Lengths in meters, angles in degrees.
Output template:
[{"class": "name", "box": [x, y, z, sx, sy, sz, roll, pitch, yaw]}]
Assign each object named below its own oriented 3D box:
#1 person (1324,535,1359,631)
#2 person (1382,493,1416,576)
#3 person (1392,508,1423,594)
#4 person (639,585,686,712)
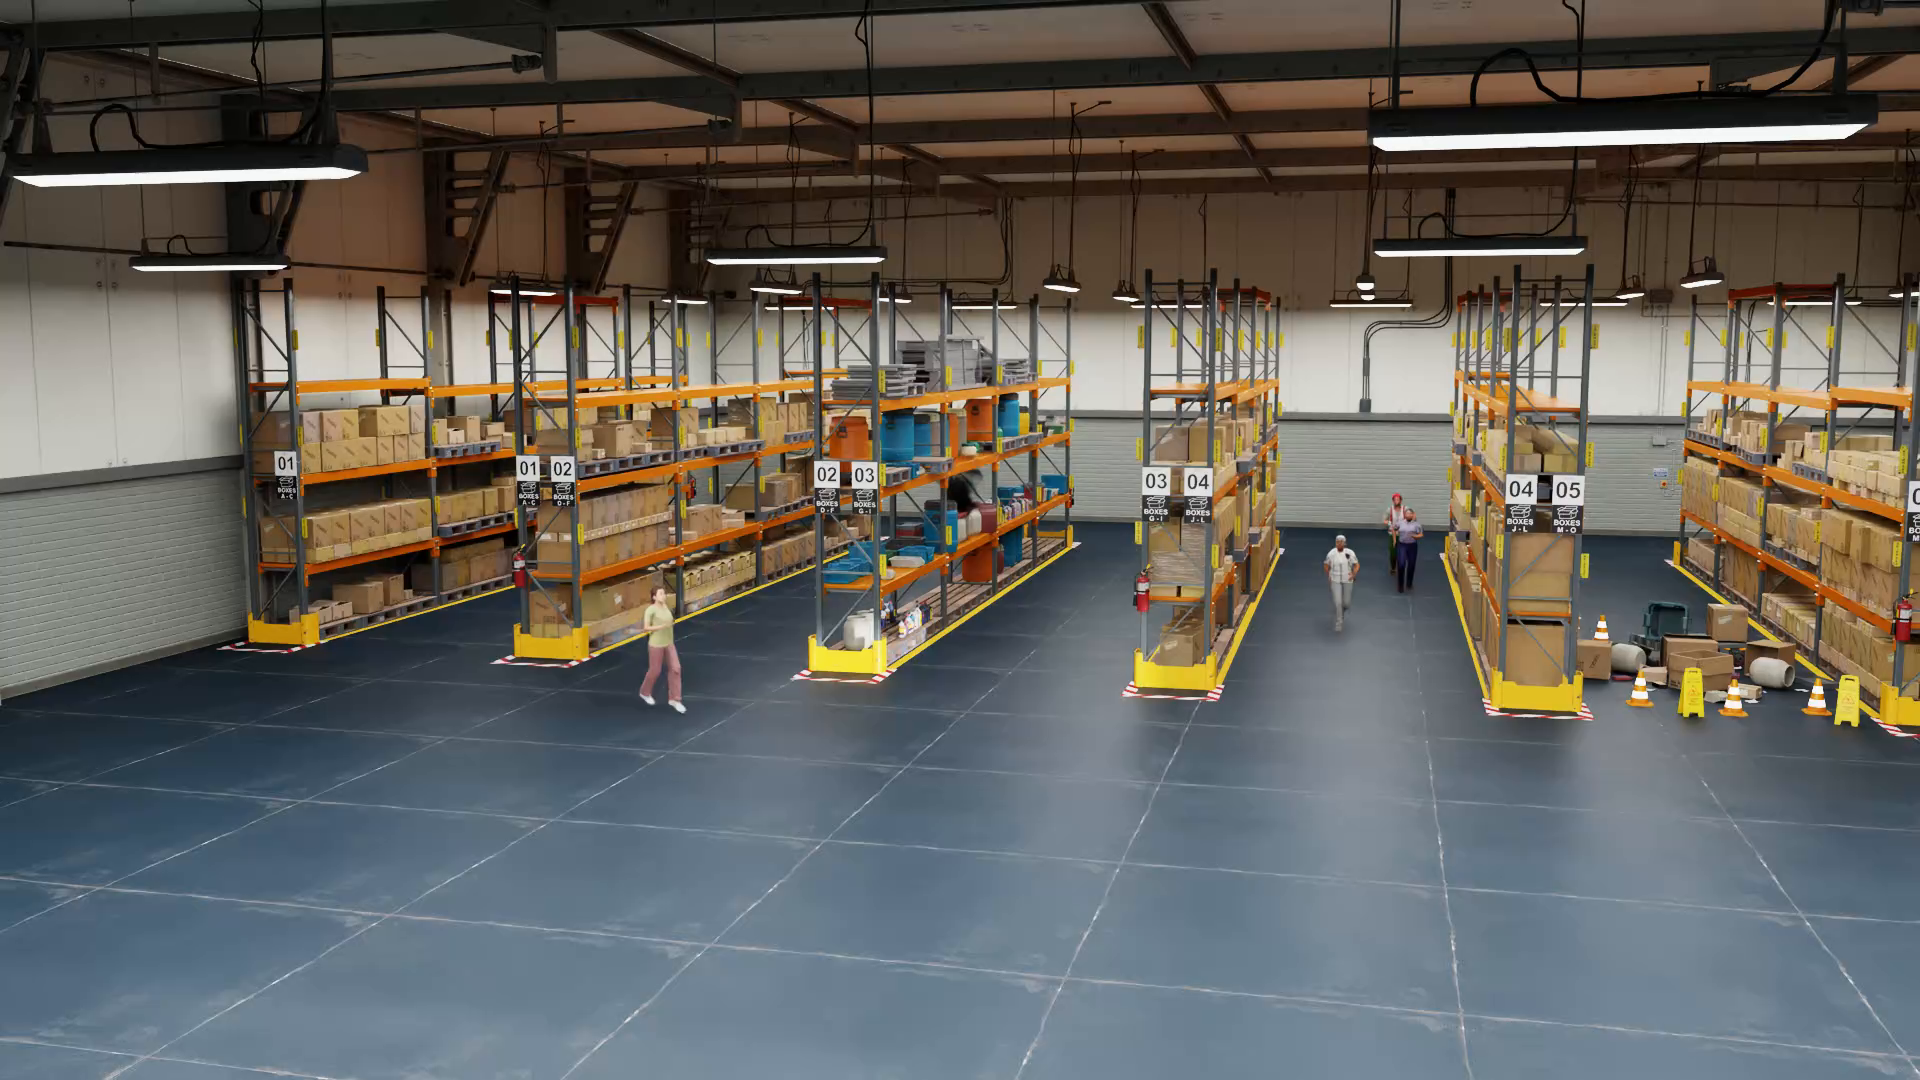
[{"class": "person", "box": [6.645, 0.733, 29.004, 0.603, 1.651, 0.624, 1, 7, 12]}, {"class": "person", "box": [9.306, -0.115, 35.271, 0.675, 1.761, 0.867, 2, 7, 20]}, {"class": "person", "box": [8.935, 0.217, 33.211, 0.577, 1.710, 0.750, 1, 7, 9]}, {"class": "person", "box": [-4.064, 1.459, 22.545, 0.814, 1.703, 0.565, 6, 9, 39]}]
